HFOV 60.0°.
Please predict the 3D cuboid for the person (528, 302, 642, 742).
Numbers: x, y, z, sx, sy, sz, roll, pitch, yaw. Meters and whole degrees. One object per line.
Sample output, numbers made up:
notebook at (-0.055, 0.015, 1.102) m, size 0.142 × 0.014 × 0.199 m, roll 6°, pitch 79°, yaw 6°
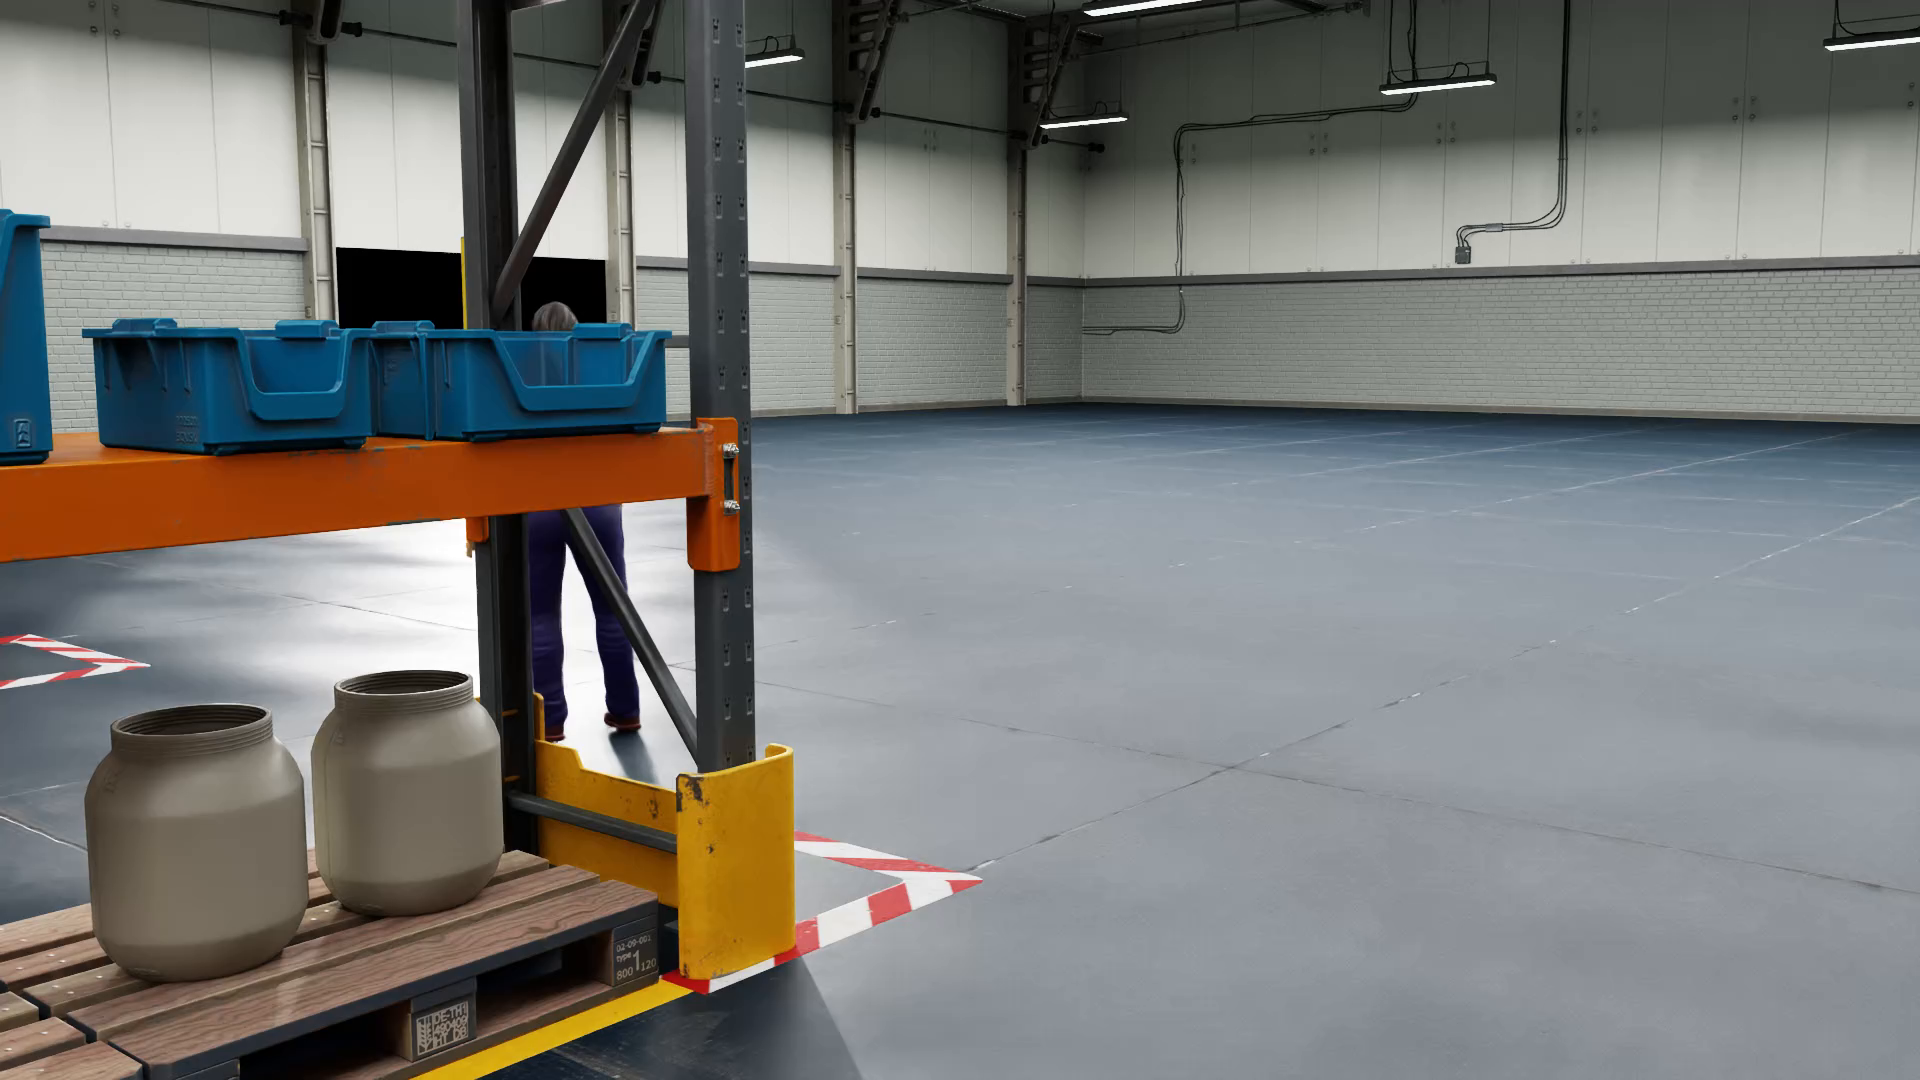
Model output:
person at (-1.491, -0.064, 6.319) m, size 0.518 × 1.638 × 0.495 m, roll -1°, pitch 7°, yaw -5°
